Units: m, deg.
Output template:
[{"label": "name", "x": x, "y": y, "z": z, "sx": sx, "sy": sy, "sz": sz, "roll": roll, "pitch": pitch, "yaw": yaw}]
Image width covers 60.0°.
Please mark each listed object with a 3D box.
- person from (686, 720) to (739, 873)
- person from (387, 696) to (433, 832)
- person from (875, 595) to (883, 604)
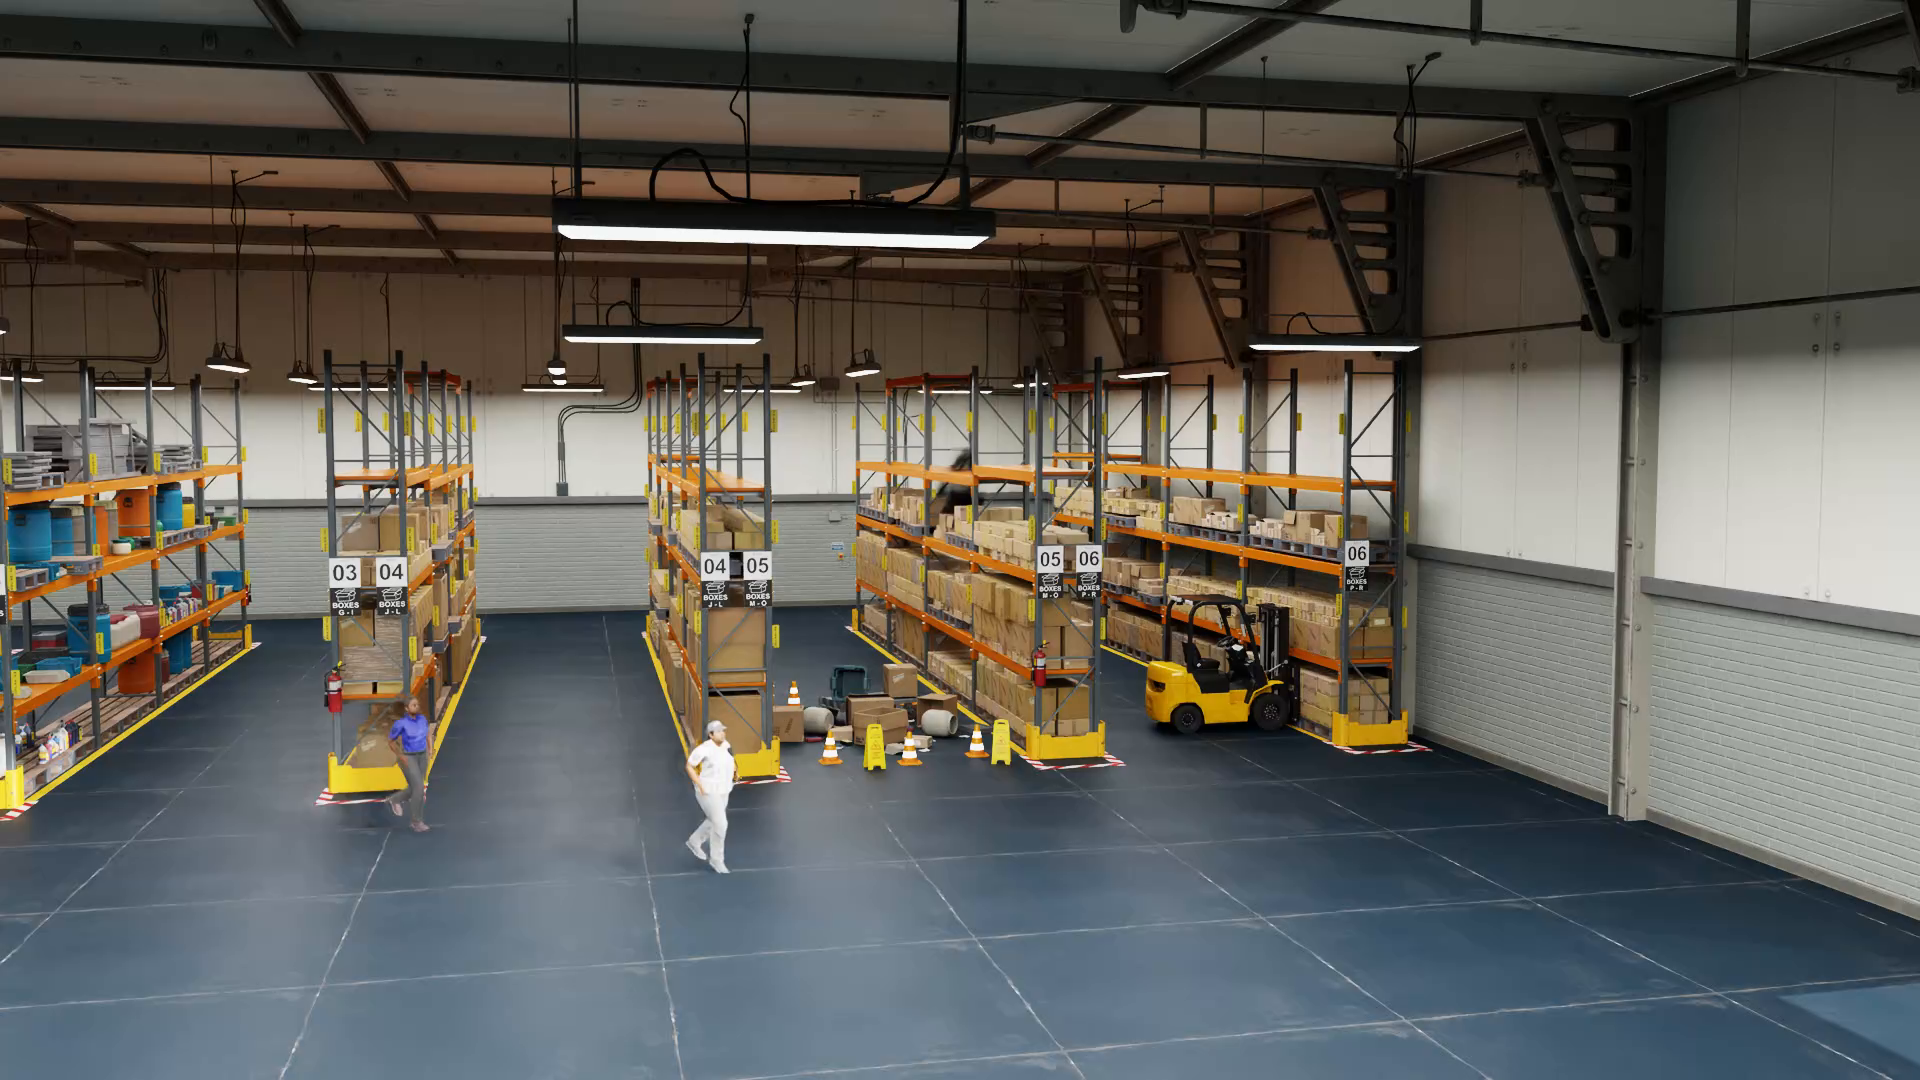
[{"label": "person", "x": -2.833, "y": 2.885, "z": 18.808, "sx": 0.721, "sy": 1.736, "sz": 0.612, "roll": 2, "pitch": 5, "yaw": 31}, {"label": "person", "x": -6.840, "y": 2.757, "z": 20.633, "sx": 0.755, "sy": 1.672, "sz": 0.581, "roll": 2, "pitch": 5, "yaw": 32}, {"label": "person", "x": -1.878, "y": 1.277, "z": 41.914, "sx": 0.601, "sy": 1.694, "sz": 0.659, "roll": 3, "pitch": 5, "yaw": 36}]
